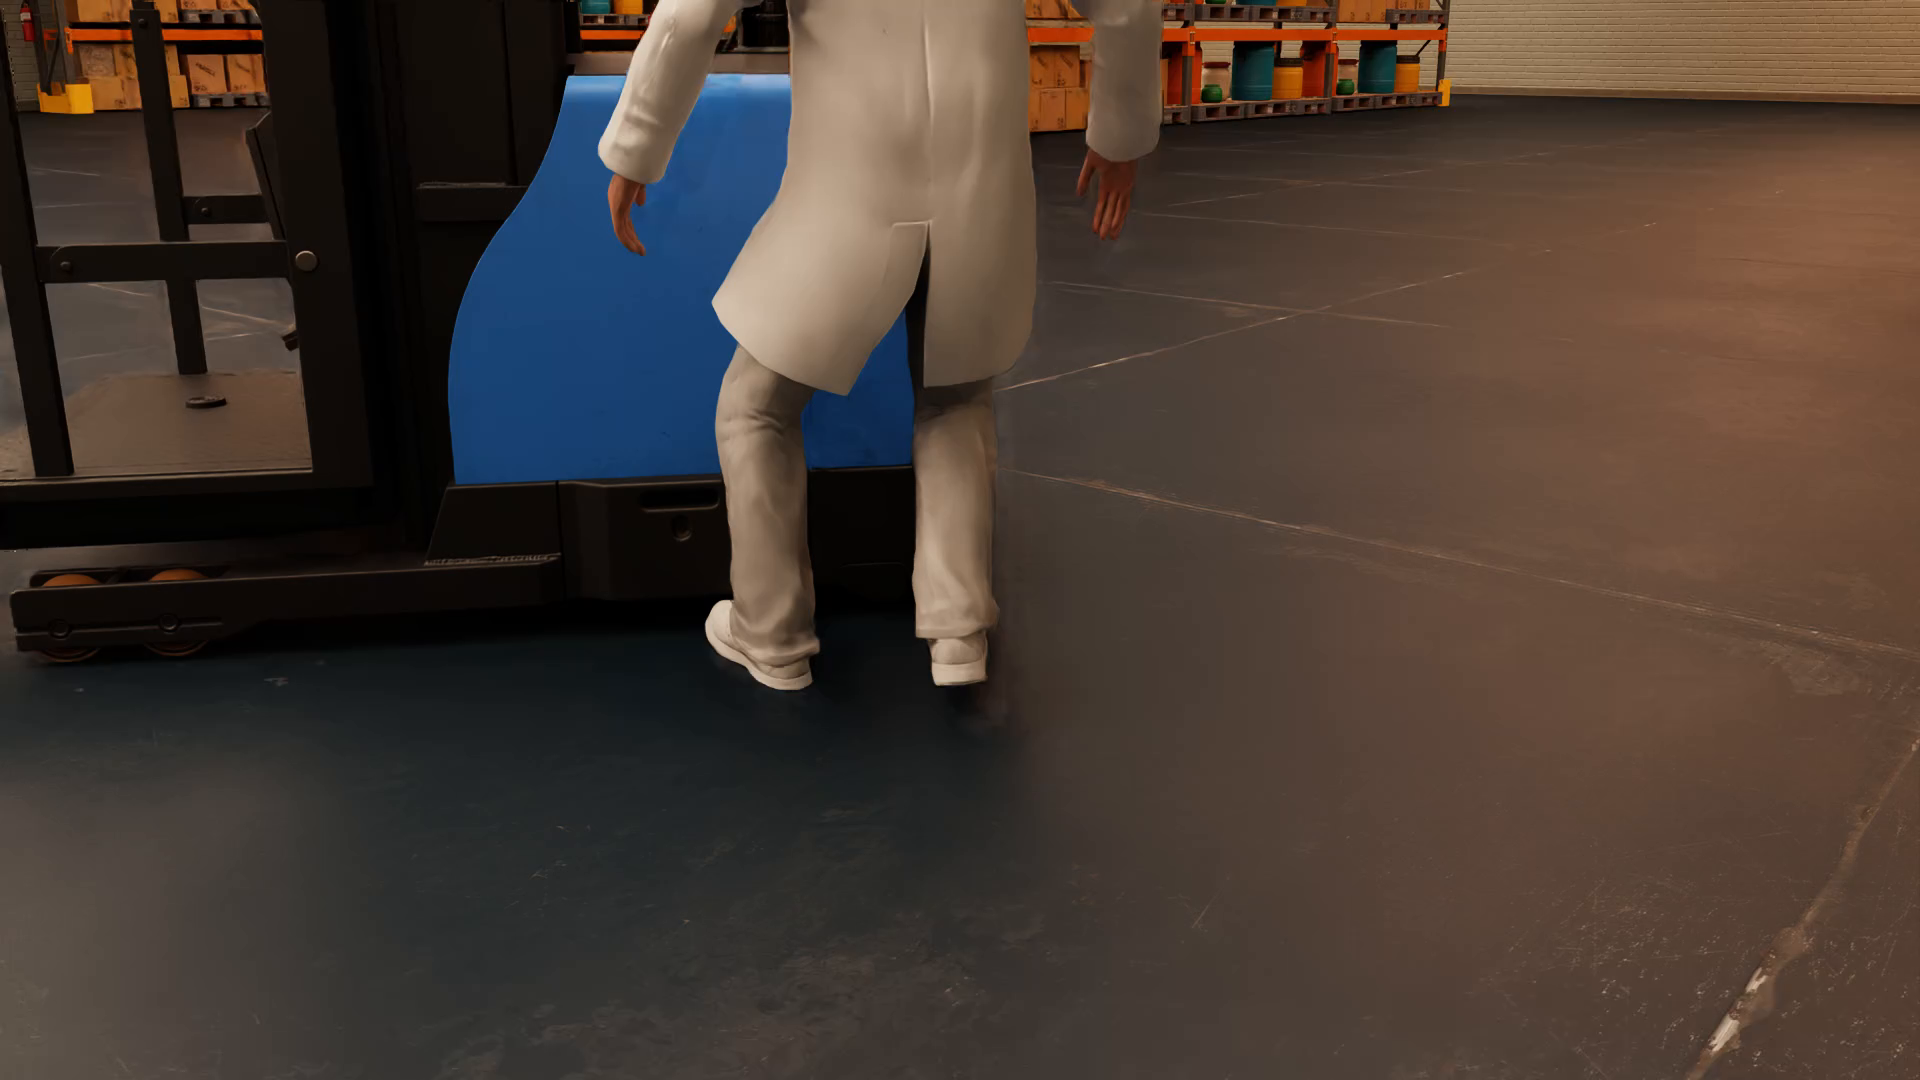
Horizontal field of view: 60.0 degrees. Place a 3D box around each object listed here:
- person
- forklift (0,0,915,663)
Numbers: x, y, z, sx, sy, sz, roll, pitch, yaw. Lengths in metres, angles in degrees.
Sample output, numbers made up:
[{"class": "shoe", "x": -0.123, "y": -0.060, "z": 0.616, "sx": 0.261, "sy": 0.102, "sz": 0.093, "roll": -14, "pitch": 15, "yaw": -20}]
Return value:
[{"class": "person", "x": -0.134, "y": -0.566, "z": 2.893, "sx": 0.970, "sy": 1.732, "sz": 0.609, "roll": -5, "pitch": 17, "yaw": -15}, {"class": "forklift", "x": -1.512, "y": -1.334, "z": 3.289, "sx": 3.031, "sy": 2.935, "sz": 1.130, "roll": -3, "pitch": 17, "yaw": -10}]
